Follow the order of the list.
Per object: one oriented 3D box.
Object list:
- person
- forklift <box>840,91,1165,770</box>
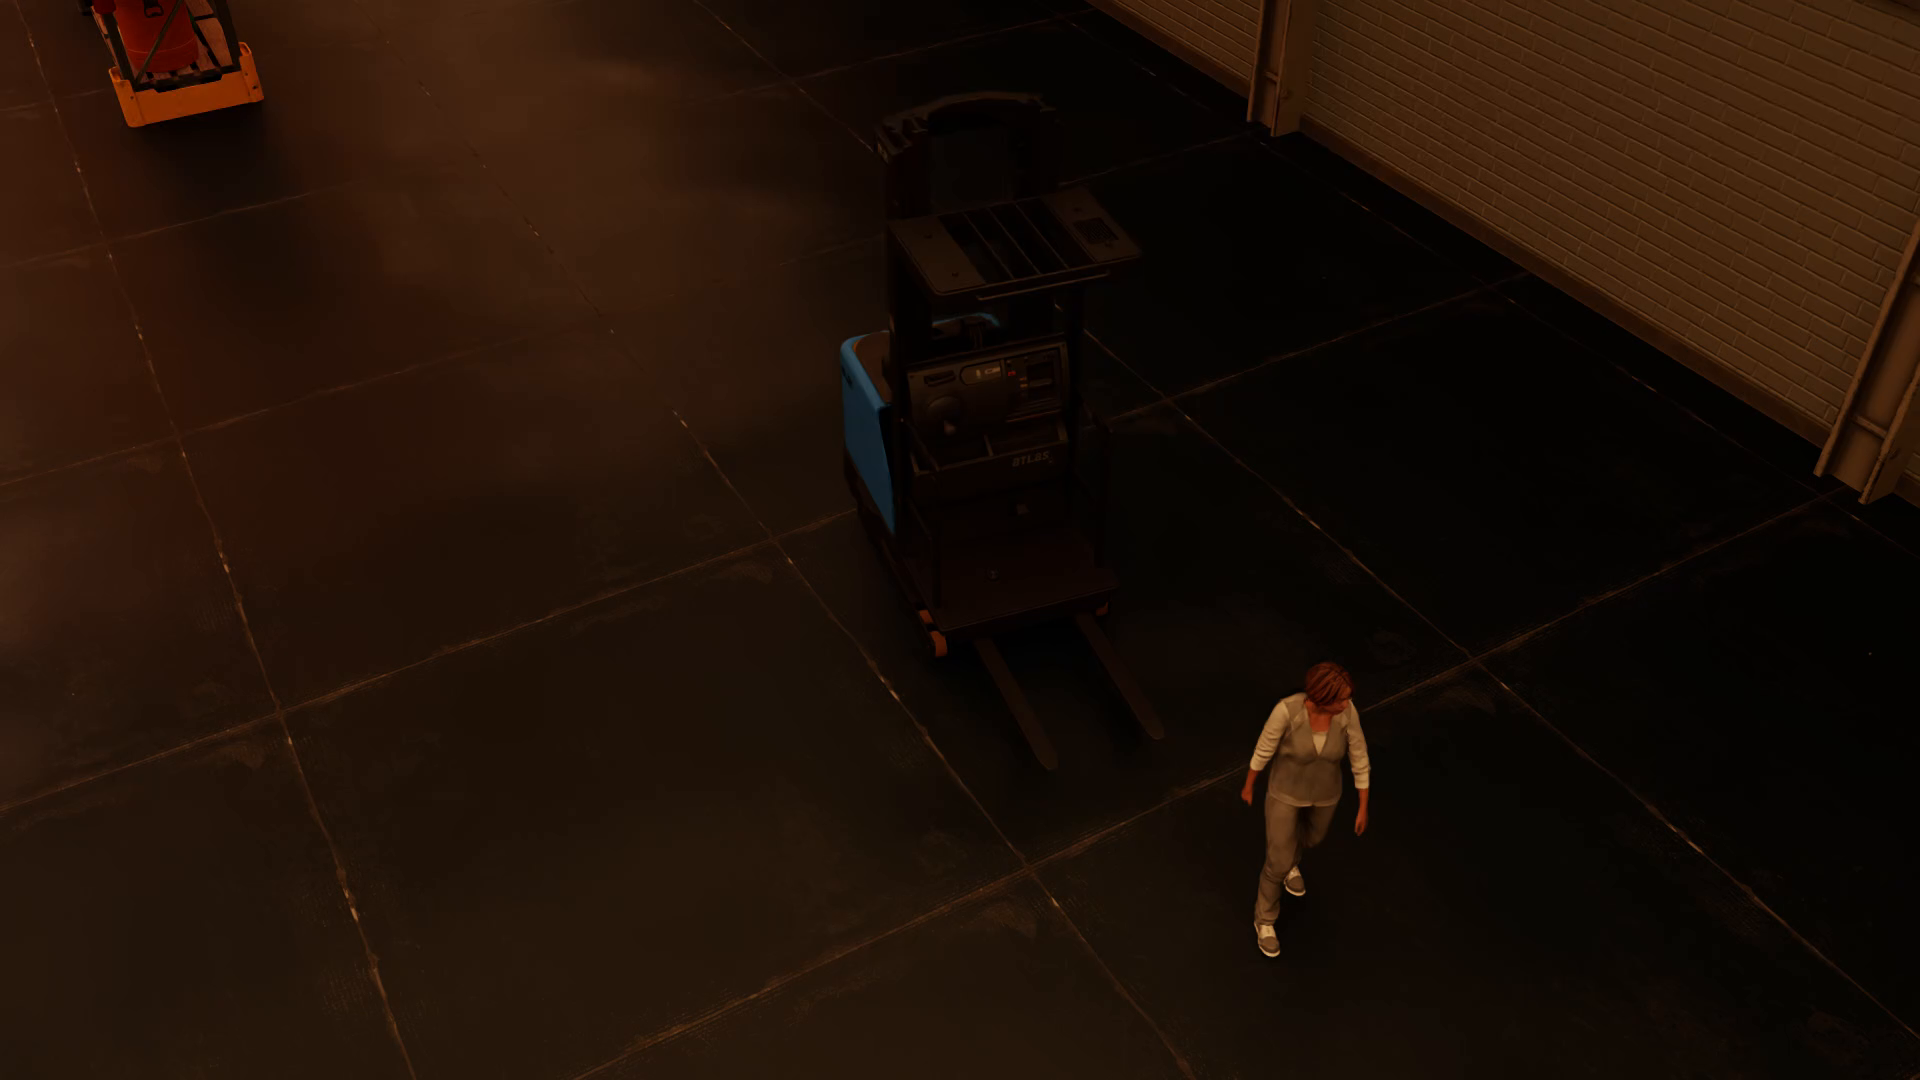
[{"bbox_3d":[1.592,1.200,7.667,0.535,1.563,0.637,-6,40,-7],"label":"person"},{"bbox_3d":[0.240,-0.753,8.943,1.130,2.935,3.031,-13,42,-16],"label":"forklift"}]
